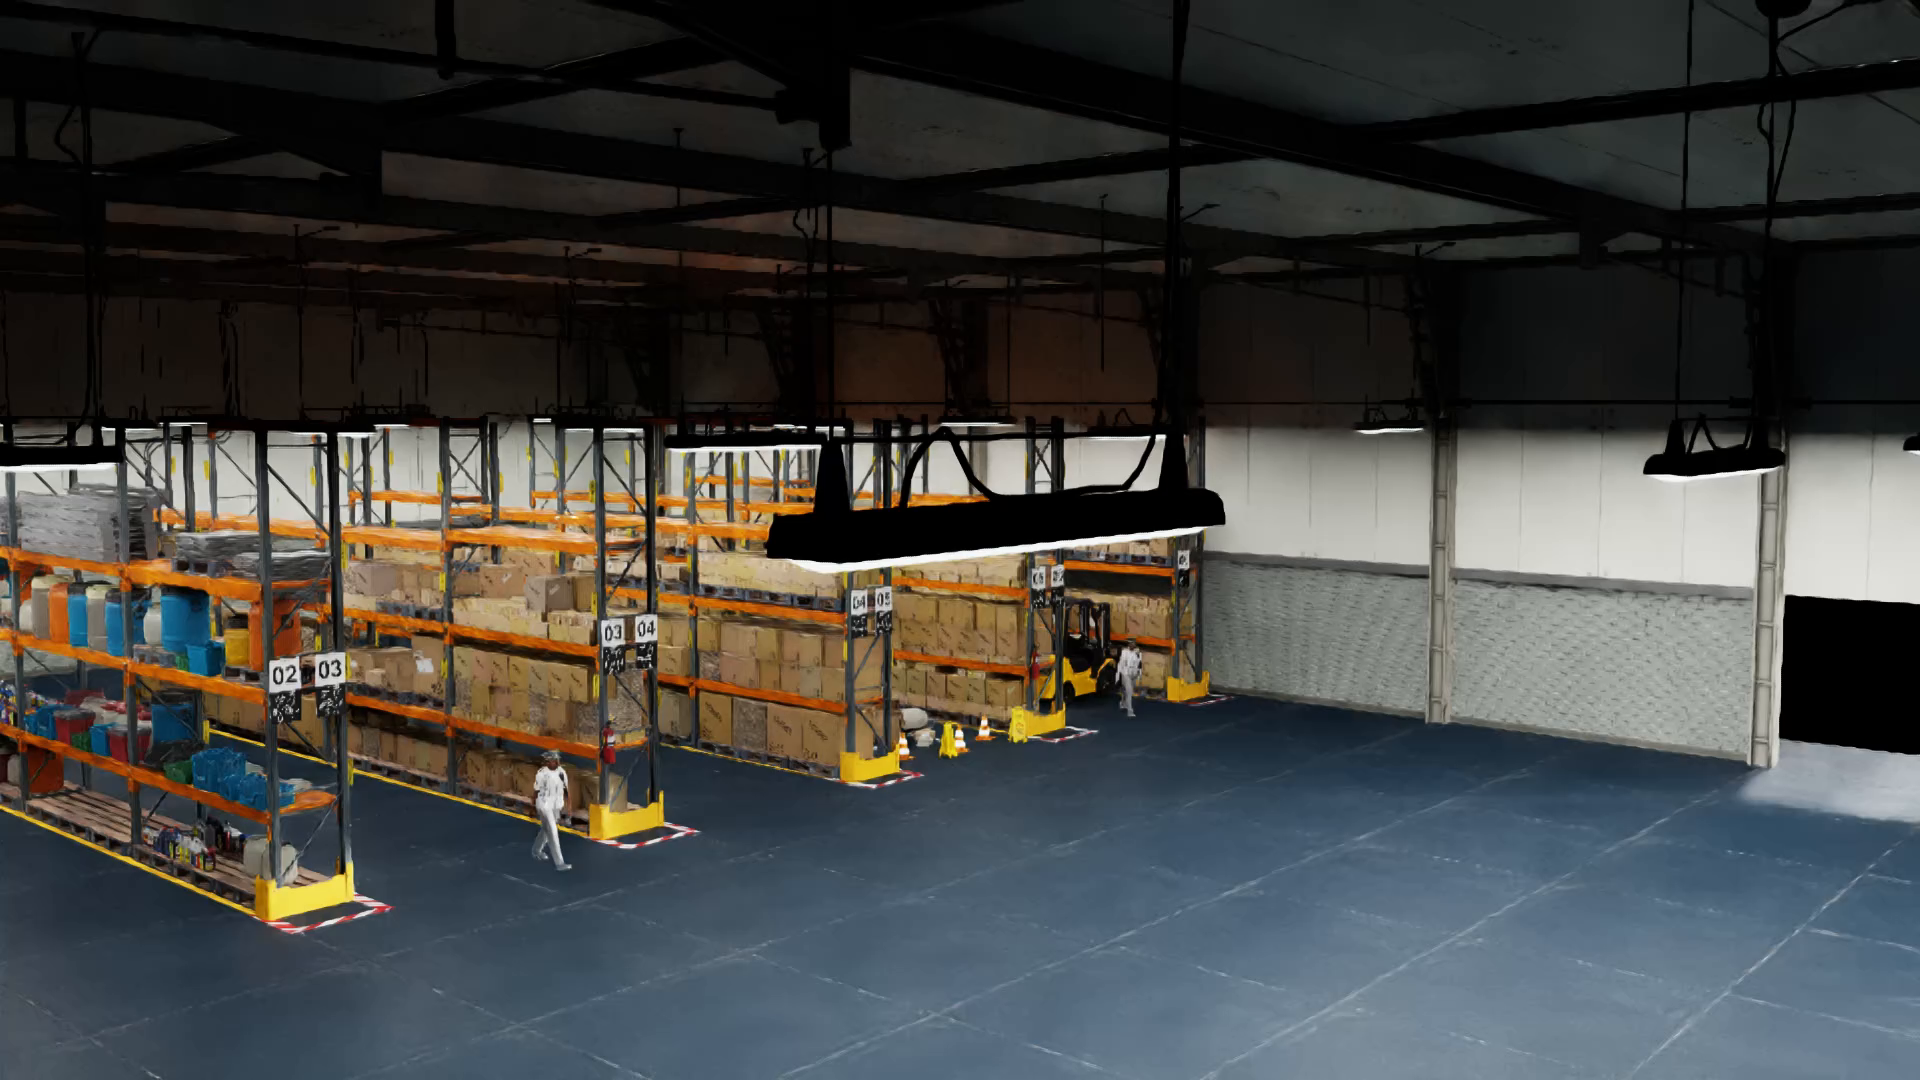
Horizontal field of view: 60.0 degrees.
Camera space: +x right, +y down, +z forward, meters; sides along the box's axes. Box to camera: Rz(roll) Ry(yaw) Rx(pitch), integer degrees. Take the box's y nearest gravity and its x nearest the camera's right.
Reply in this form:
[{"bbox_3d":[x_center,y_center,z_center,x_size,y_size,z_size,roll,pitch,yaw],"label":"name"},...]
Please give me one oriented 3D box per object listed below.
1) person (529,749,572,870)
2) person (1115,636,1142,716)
[{"bbox_3d":[-5.560,3.628,22.668,0.998,1.625,0.463,4,6,40],"label":"person"},{"bbox_3d":[3.426,2.722,33.712,0.521,1.612,0.937,-2,5,-27],"label":"person"}]
